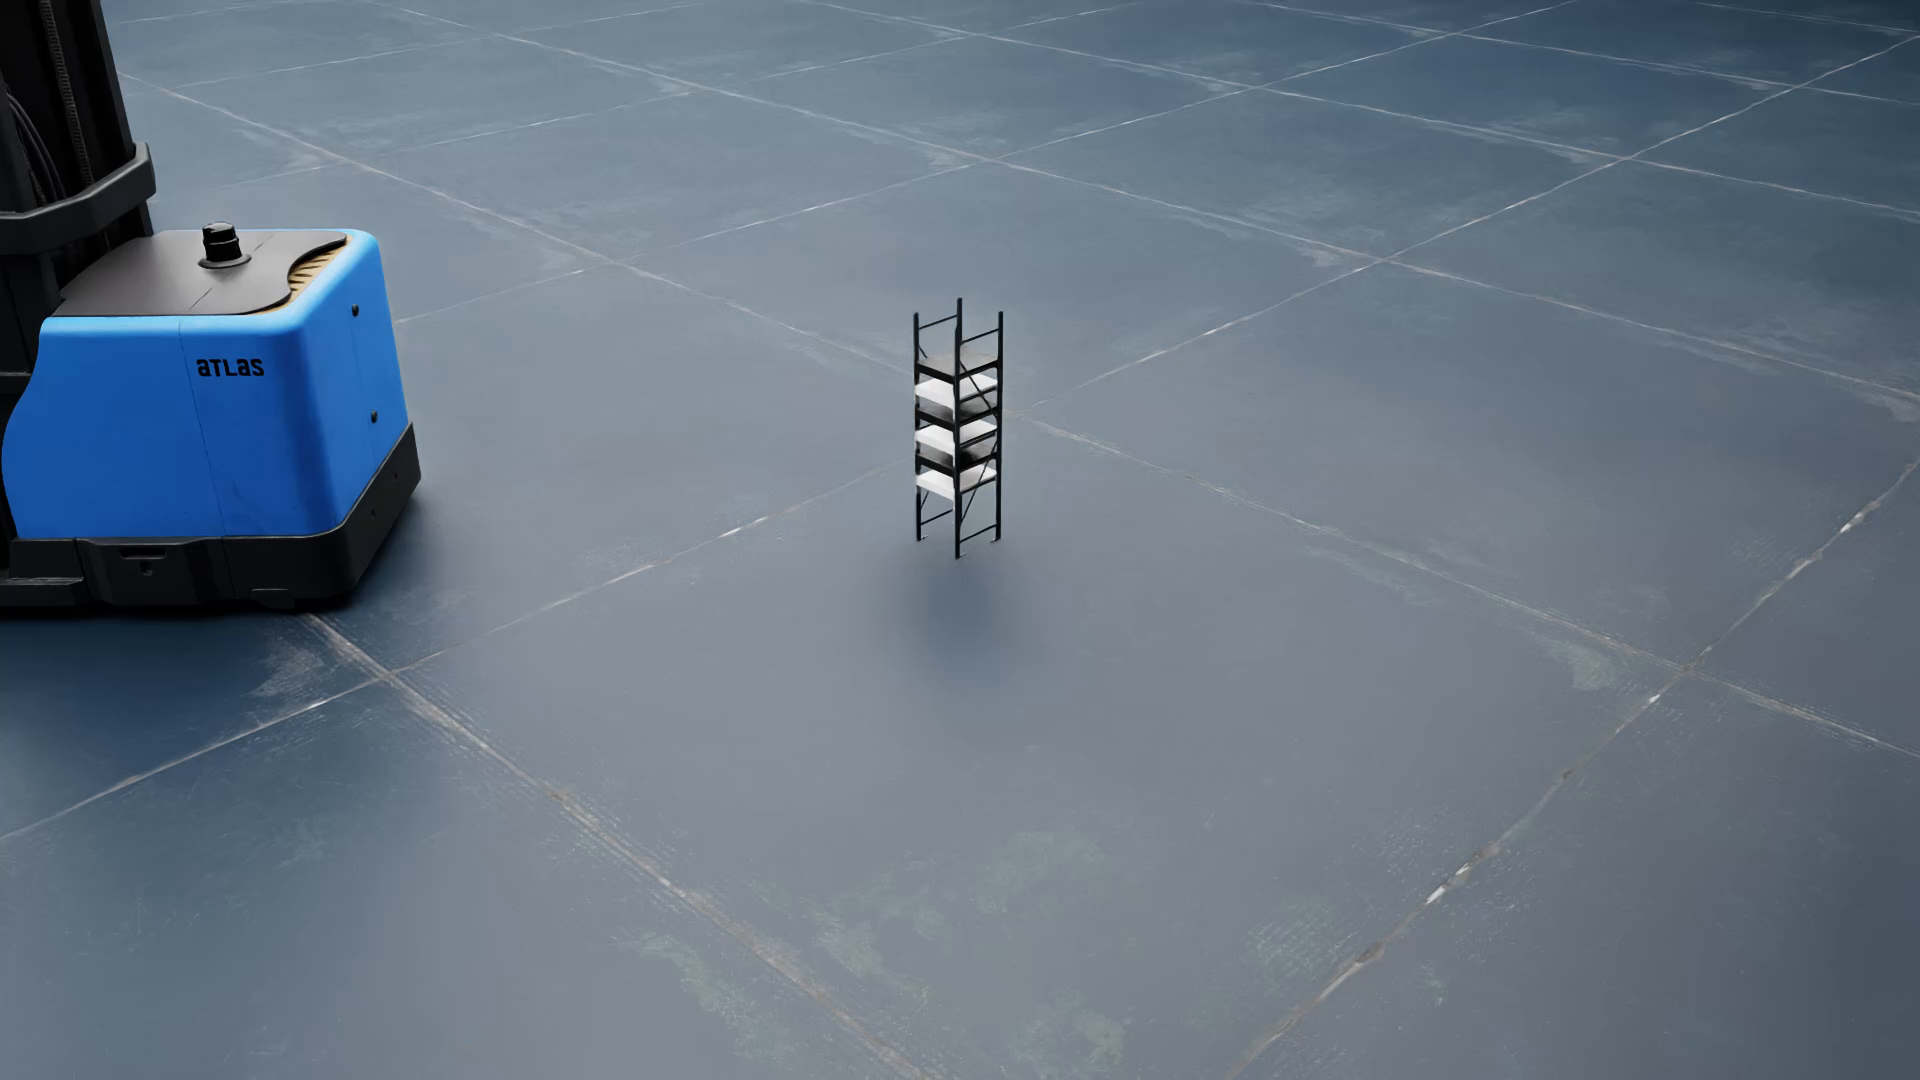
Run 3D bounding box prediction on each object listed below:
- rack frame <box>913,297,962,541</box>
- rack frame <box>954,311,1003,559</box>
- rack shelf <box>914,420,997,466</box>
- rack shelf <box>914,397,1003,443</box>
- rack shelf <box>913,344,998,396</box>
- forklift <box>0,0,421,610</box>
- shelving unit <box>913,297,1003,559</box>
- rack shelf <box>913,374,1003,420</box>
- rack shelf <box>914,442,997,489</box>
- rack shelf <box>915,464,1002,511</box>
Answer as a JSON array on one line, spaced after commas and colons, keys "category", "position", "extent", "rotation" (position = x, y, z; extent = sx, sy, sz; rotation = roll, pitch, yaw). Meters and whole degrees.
[{"category": "rack frame", "position": [-0.078, -0.434, 6.109], "extent": [0.006, 0.900, 0.240], "rotation": [25, 36, 38]}, {"category": "rack frame", "position": [0.067, -0.368, 5.983], "extent": [0.006, 0.900, 0.240], "rotation": [25, 36, 38]}, {"category": "rack shelf", "position": [-0.006, -0.371, 6.061], "extent": [0.200, 0.077, 0.258], "rotation": [25, 36, 38]}, {"category": "rack shelf", "position": [-0.006, -0.451, 6.019], "extent": [0.200, 0.077, 0.258], "rotation": [25, 36, 38]}, {"category": "rack shelf", "position": [-0.006, -0.610, 5.935], "extent": [0.200, 0.077, 0.258], "rotation": [25, 36, 38]}, {"category": "forklift", "position": [-3.630, -1.261, 5.500], "extent": [3.031, 2.935, 1.130], "rotation": [-1, 28, -1]}, {"category": "shelving unit", "position": [-0.006, -0.401, 6.046], "extent": [0.210, 0.900, 0.258], "rotation": [25, 36, 38]}, {"category": "rack shelf", "position": [-0.006, -0.531, 5.977], "extent": [0.200, 0.077, 0.258], "rotation": [25, 36, 38]}, {"category": "rack shelf", "position": [-0.006, -0.292, 6.103], "extent": [0.200, 0.077, 0.258], "rotation": [25, 36, 38]}, {"category": "rack shelf", "position": [-0.006, -0.212, 6.145], "extent": [0.200, 0.077, 0.258], "rotation": [25, 36, 38]}]
